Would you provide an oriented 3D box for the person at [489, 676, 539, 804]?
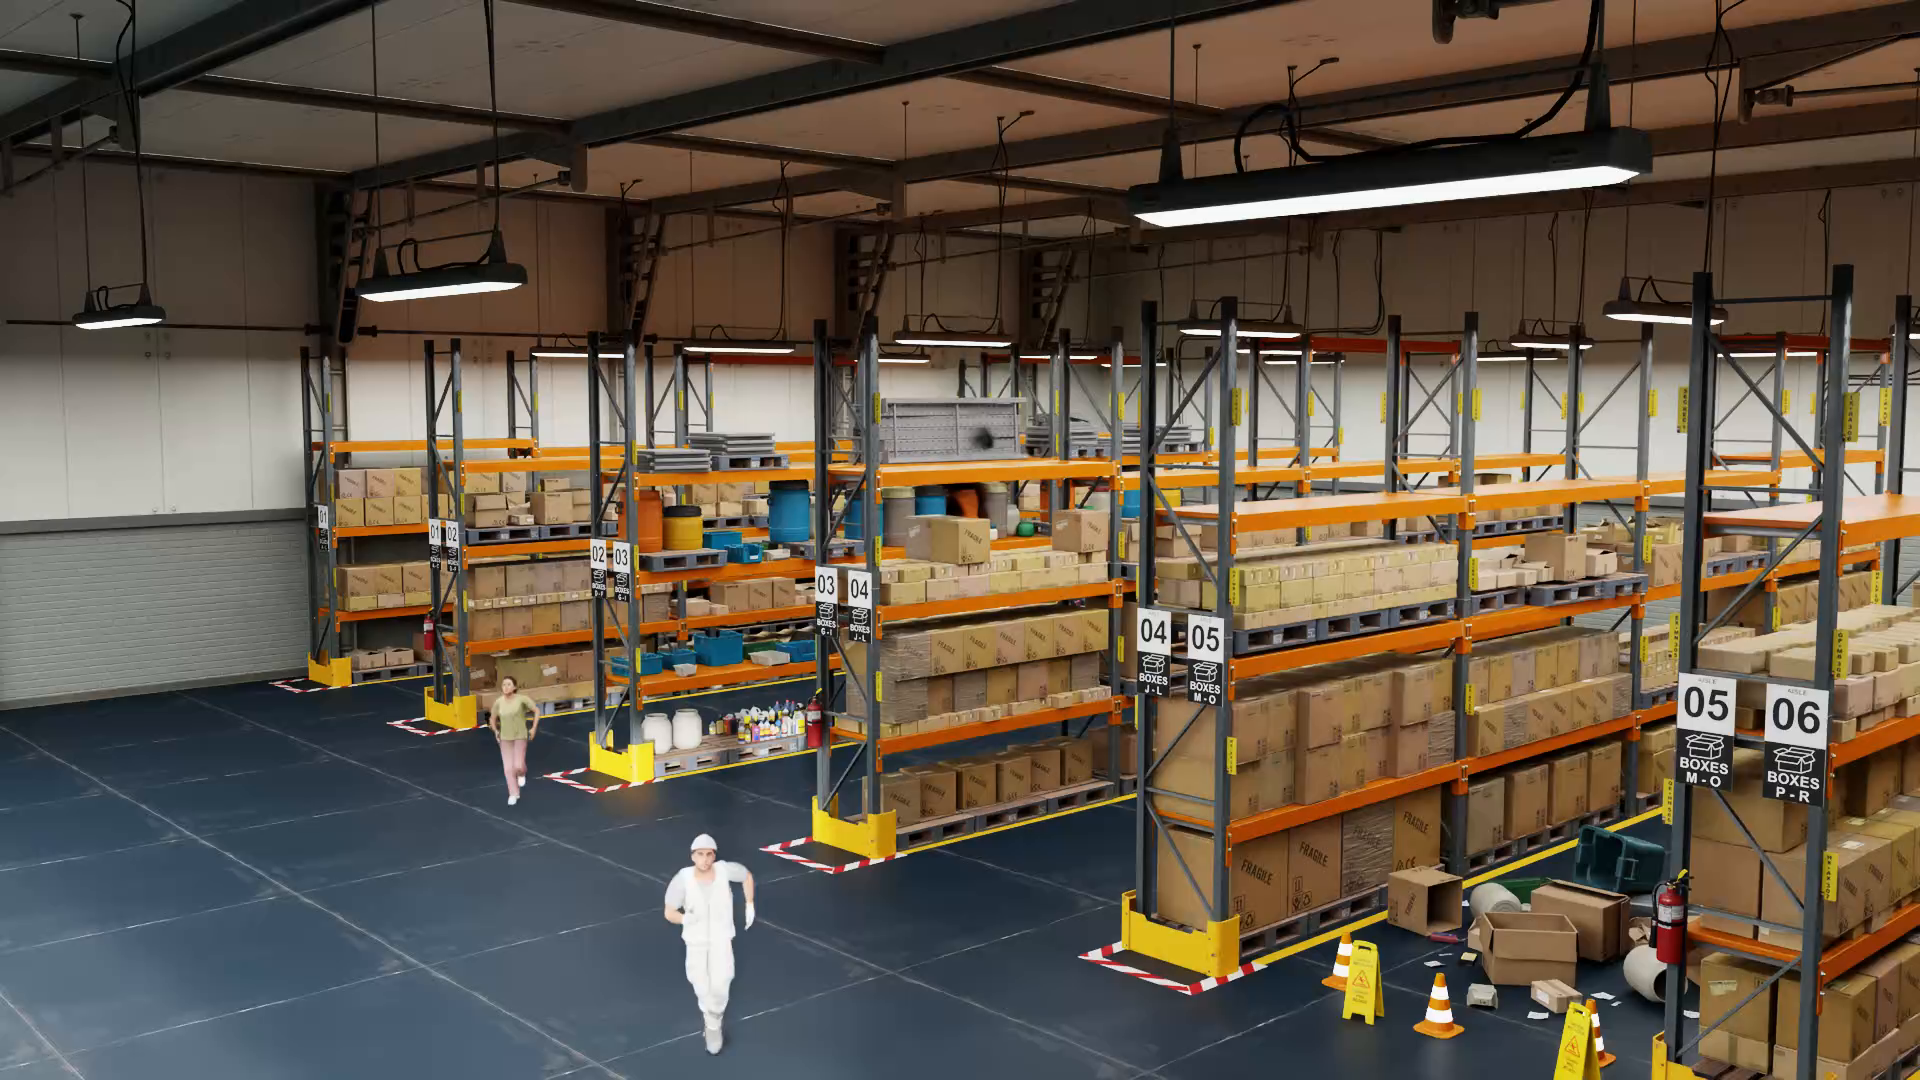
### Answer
[{"bbox_3d":[-5.638,2.514,21.024,0.601,1.634,0.613,0,5,-1],"label":"person"}]

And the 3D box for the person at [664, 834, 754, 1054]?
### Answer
[{"bbox_3d":[-1.946,3.129,12.963,0.697,1.745,0.807,-1,5,-9],"label":"person"}]

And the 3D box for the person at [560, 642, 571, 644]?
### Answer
[{"bbox_3d":[-7.066,1.625,30.018,0.655,1.793,0.985,2,6,25],"label":"person"}]
